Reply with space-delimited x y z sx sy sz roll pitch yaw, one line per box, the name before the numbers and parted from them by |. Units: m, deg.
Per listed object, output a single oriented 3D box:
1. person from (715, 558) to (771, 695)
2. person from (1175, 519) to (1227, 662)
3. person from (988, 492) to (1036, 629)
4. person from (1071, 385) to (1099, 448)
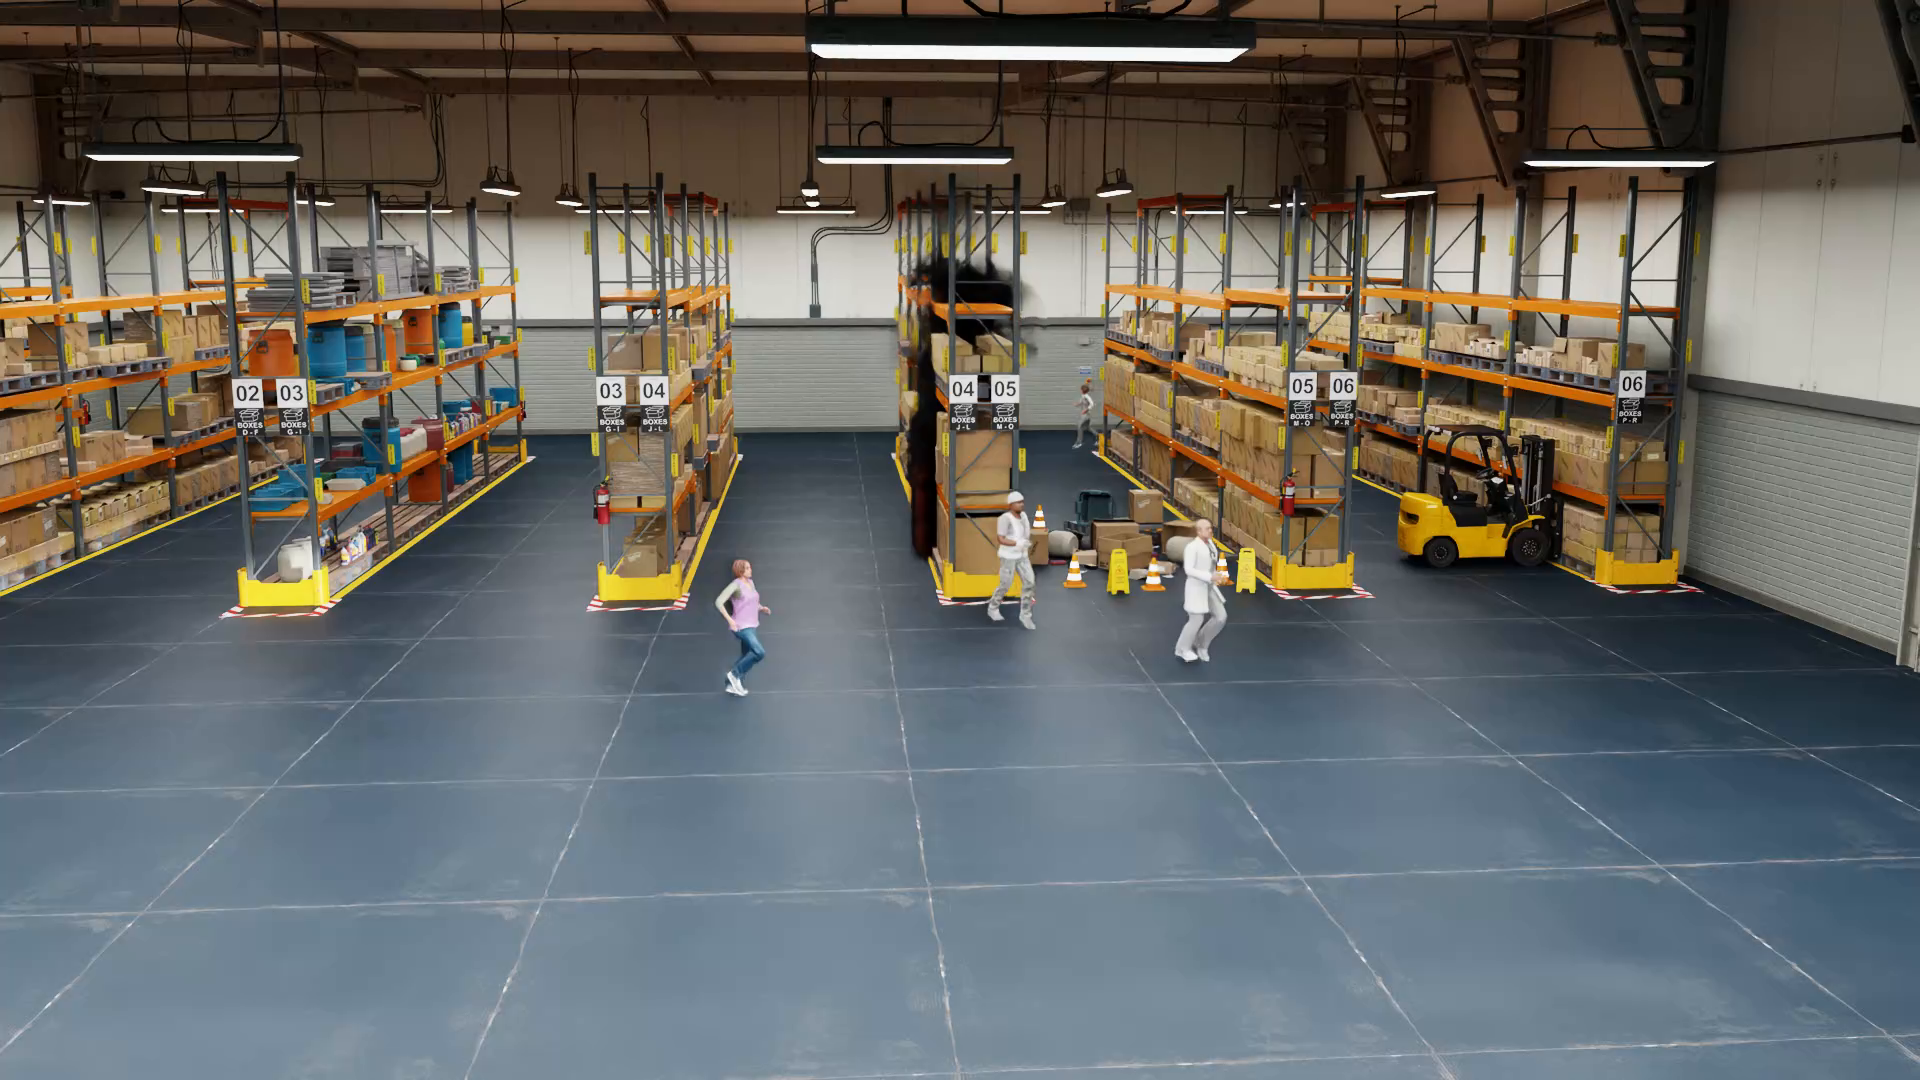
person | -2.385 0.992 18.574 0.596 1.540 0.515 3 11 19
person | 2.954 0.634 20.118 0.745 1.798 0.732 9 14 43
person | 0.720 0.274 22.077 0.788 1.859 0.701 9 14 43
person | 3.180 -3.076 41.514 0.804 1.610 0.547 1 10 6
